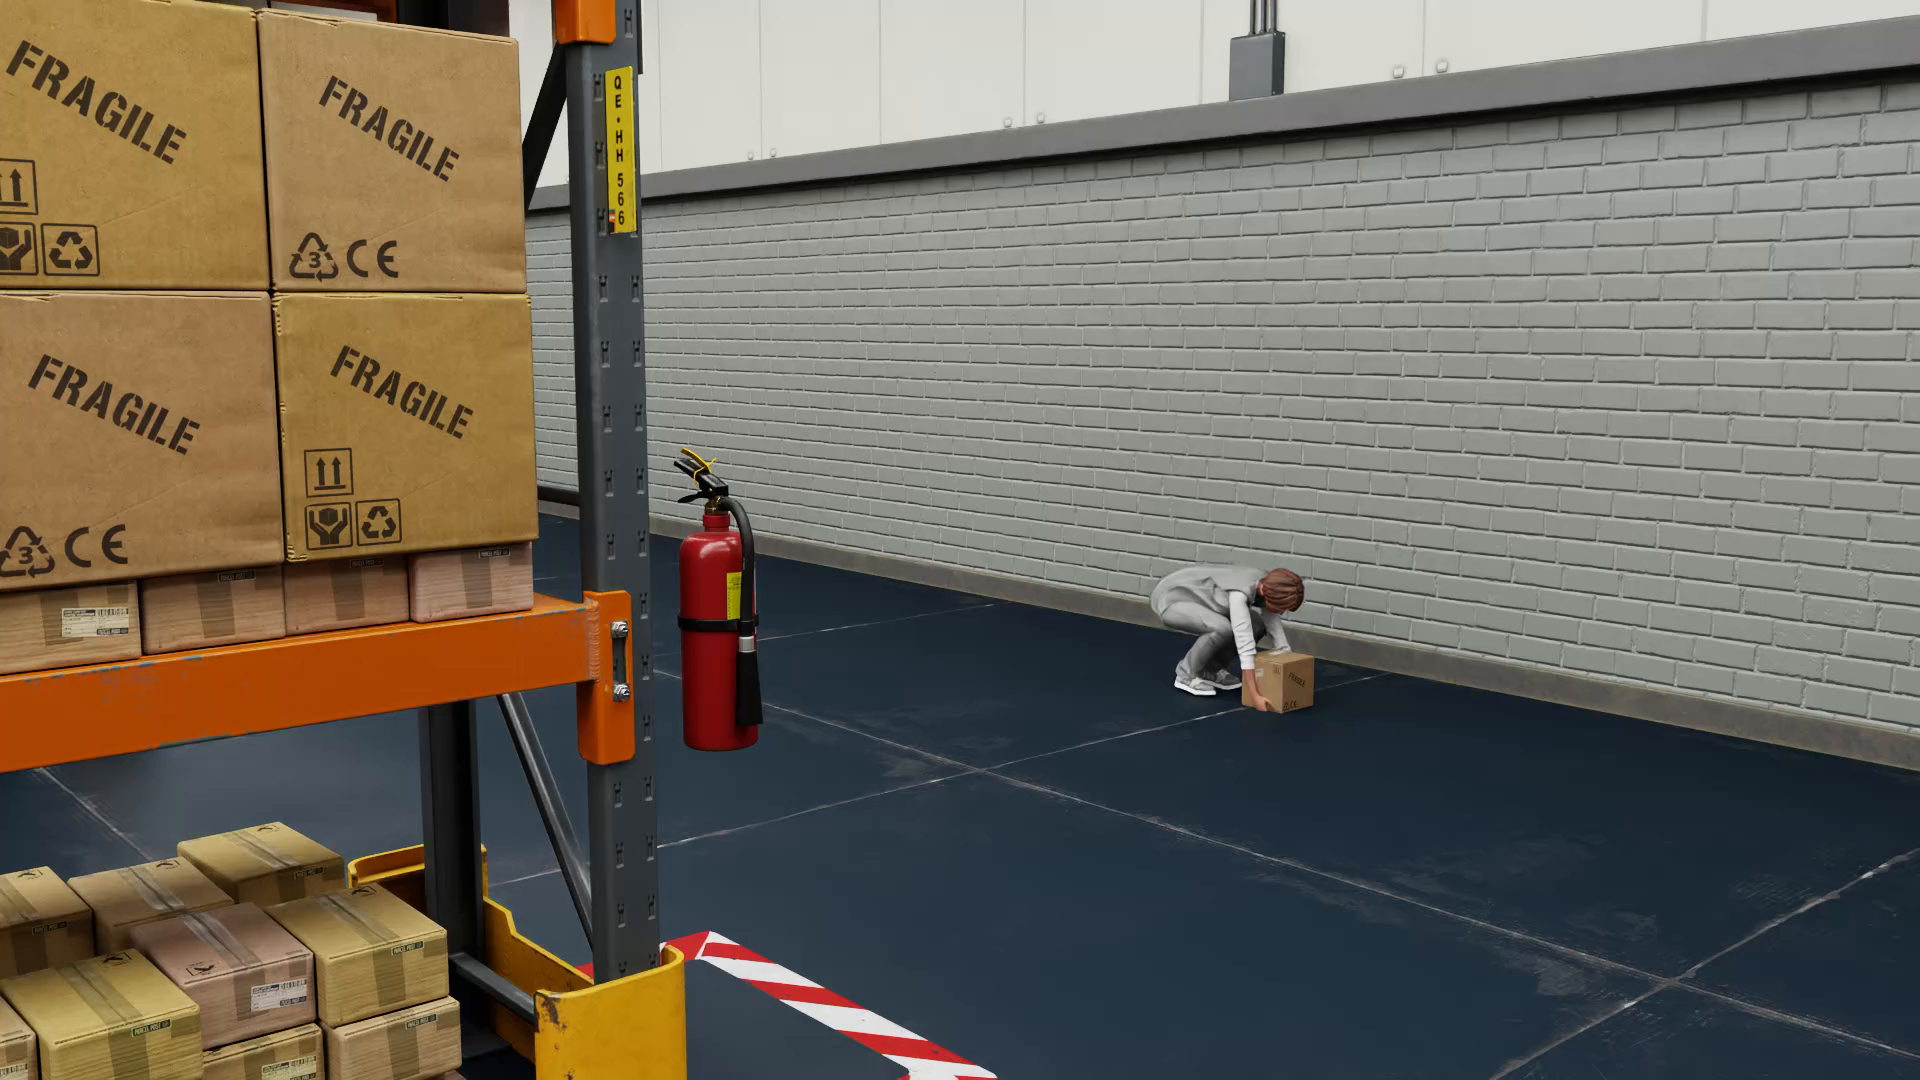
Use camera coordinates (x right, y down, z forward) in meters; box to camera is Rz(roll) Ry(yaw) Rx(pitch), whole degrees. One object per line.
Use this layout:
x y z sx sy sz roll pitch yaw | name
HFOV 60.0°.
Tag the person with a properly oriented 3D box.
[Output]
1.357 0.461 8.430 0.418 0.696 0.859 -7 10 -42 | person
